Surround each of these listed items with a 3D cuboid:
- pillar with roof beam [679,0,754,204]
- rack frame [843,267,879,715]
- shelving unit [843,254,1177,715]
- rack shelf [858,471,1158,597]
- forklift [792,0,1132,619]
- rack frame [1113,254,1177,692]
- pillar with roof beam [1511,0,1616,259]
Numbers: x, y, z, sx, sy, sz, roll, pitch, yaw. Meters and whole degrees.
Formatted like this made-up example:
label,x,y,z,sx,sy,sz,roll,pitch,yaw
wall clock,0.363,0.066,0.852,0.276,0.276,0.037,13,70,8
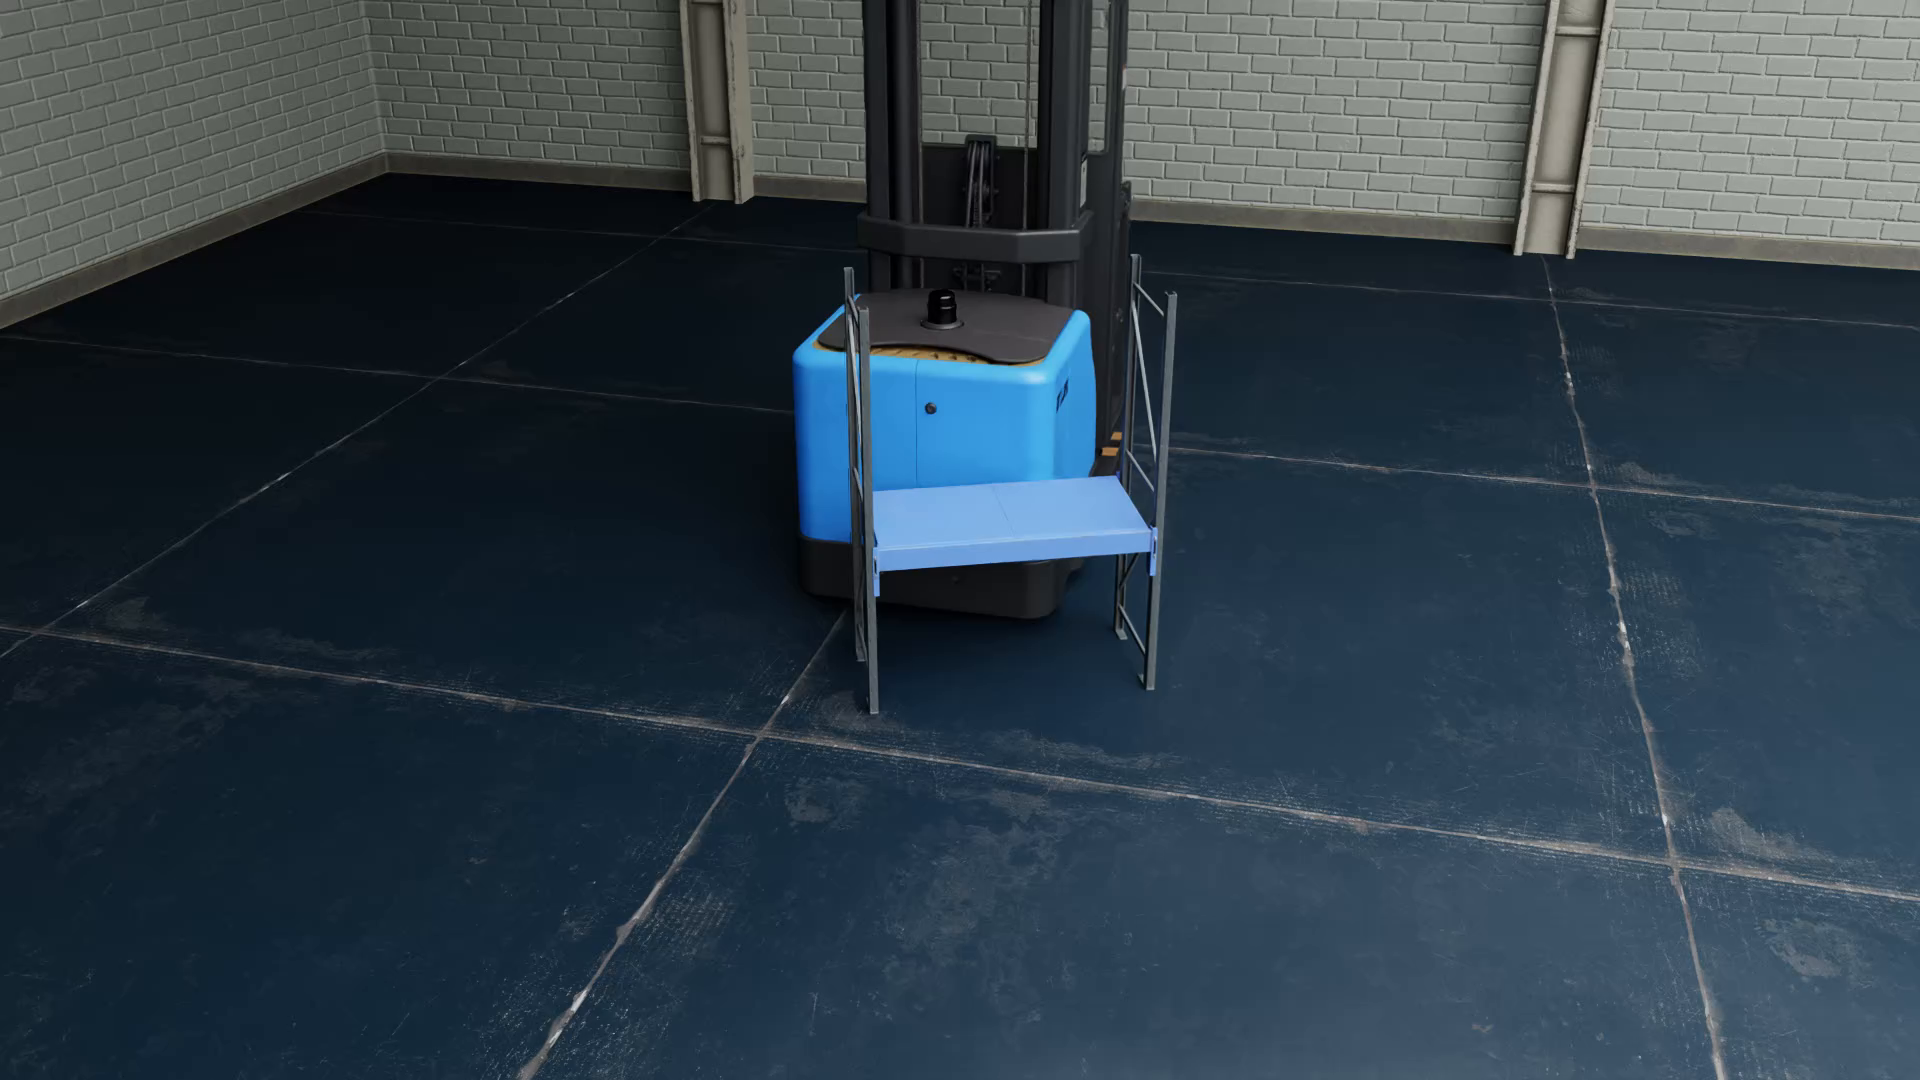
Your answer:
label,x,y,z,sx,sy,sz,roll,pitch,yaw
pillar with roof beam,-2.884,-4.899,7.072,0.400,9.000,9.100,6,26,13
rack frame,-0.347,-0.158,5.838,0.032,1.500,0.500,-4,26,-8
shelving unit,0.155,-0.194,5.912,1.048,1.500,0.538,-4,26,-8
rack shelf,0.155,-0.031,5.989,1.000,0.185,0.538,-4,26,-8
forklift,0.202,-1.628,7.260,1.130,2.935,3.031,6,26,13
rack frame,0.657,-0.229,5.986,0.032,1.500,0.500,-4,26,-8
pillar with roof beam,2.927,-4.257,5.723,0.400,9.000,9.100,6,26,13
